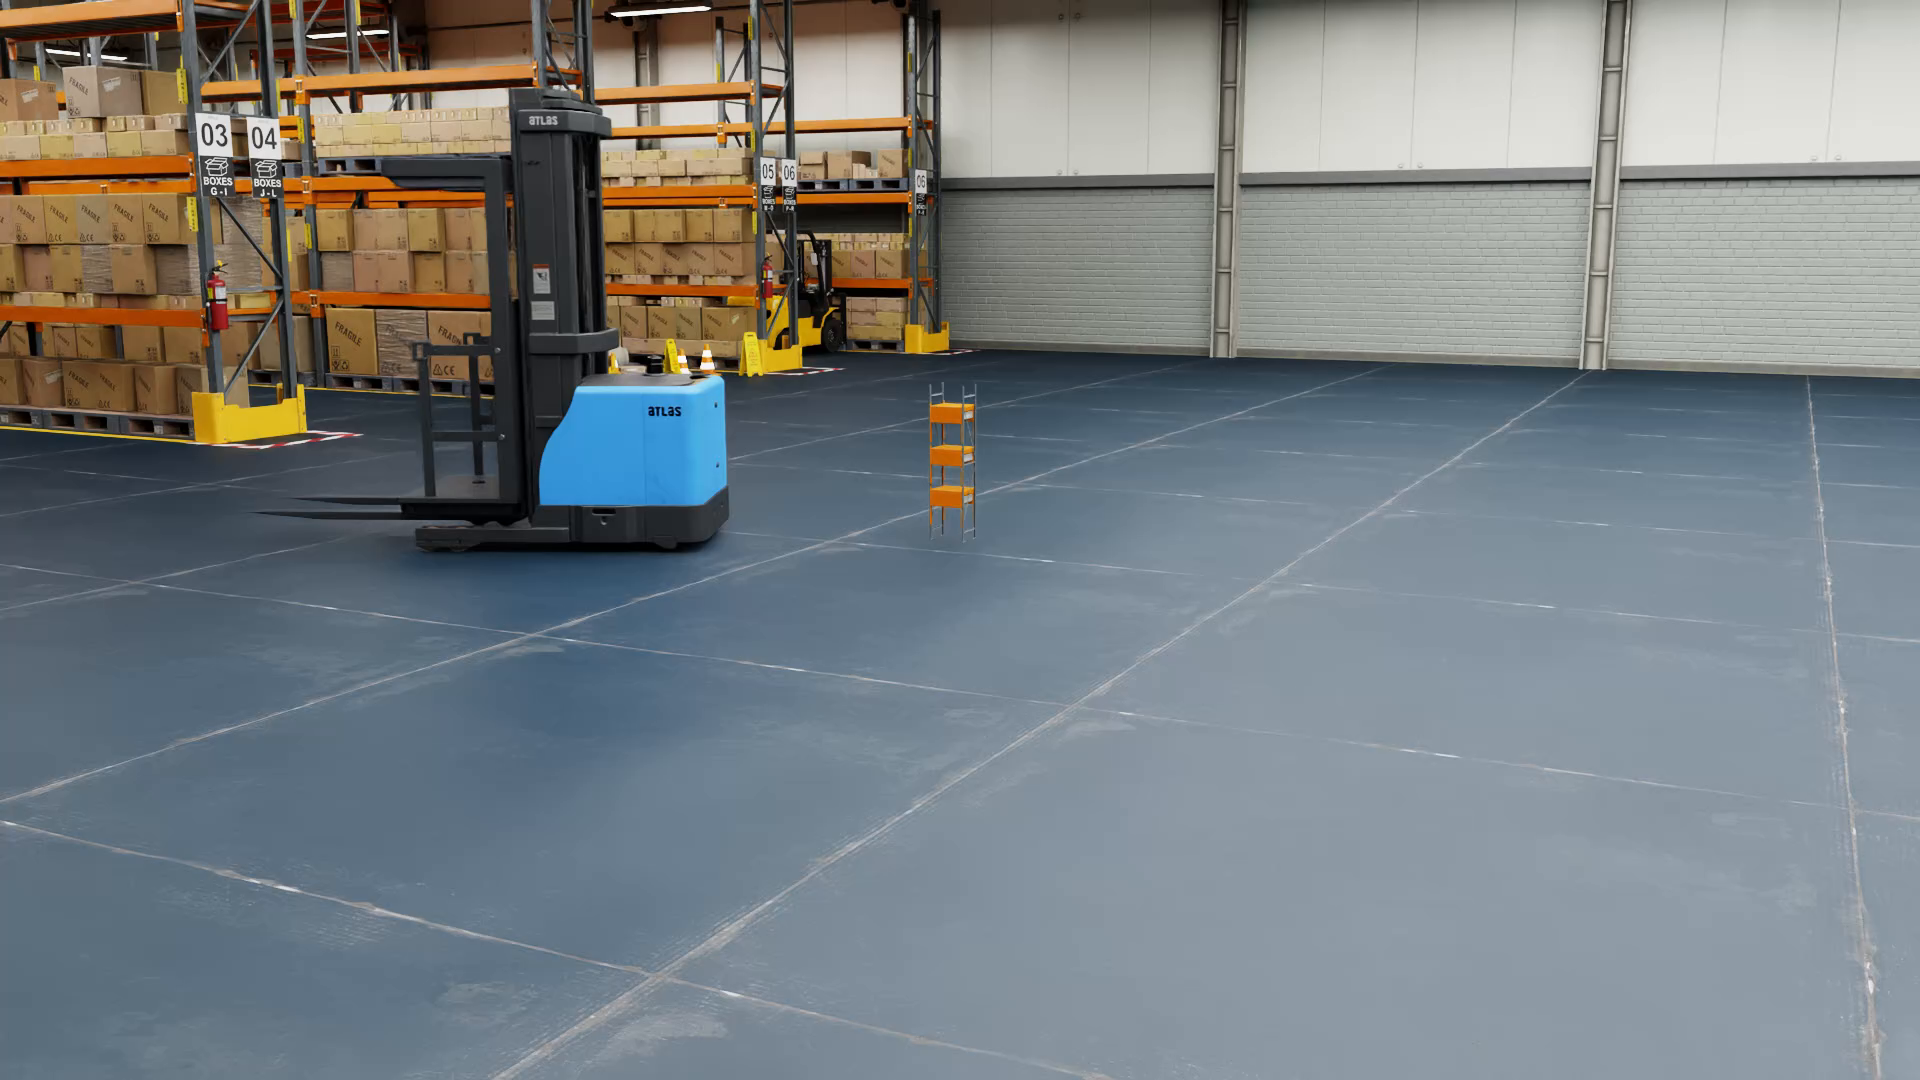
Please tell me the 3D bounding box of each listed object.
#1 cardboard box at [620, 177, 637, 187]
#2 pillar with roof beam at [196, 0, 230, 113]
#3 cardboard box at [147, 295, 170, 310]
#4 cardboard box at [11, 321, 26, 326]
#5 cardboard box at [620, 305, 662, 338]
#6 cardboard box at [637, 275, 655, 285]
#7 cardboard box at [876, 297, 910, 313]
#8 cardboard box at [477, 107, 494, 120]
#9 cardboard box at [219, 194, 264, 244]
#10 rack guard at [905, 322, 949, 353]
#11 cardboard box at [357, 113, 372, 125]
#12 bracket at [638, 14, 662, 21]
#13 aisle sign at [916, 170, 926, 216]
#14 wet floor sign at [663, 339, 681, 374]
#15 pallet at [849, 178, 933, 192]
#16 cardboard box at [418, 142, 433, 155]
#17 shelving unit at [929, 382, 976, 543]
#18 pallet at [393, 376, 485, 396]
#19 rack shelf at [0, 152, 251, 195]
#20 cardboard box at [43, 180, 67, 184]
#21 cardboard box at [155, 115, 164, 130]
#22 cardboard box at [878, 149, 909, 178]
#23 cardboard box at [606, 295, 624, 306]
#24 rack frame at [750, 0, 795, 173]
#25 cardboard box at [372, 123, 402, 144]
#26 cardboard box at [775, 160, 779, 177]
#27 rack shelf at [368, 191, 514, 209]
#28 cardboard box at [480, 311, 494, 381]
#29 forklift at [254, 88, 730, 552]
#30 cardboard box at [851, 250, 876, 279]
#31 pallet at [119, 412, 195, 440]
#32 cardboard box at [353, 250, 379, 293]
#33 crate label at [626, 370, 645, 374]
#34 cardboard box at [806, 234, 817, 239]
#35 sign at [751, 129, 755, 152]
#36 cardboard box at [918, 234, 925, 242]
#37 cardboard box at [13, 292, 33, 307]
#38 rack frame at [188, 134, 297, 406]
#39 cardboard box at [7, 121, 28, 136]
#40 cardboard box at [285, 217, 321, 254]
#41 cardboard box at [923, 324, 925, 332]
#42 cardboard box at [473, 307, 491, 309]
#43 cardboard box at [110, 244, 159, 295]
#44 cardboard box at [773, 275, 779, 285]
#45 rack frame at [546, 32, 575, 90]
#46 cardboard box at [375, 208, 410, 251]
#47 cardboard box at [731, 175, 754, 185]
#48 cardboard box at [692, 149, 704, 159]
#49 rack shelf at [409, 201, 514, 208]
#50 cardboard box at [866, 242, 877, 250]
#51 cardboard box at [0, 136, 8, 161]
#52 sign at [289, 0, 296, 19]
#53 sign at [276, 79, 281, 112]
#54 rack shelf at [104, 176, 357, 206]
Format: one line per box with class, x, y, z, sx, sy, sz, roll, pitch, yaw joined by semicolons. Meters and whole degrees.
cardboard box;-5.109;-5.599;26.027;0.250;0.149;0.380;5;11;25
pillar with roof beam;-18.890;-8.785;34.505;0.548;9.000;9.100;5;11;26
cardboard box;-8.013;-2.425;16.913;0.250;0.149;0.380;5;11;26
cardboard box;-14.192;-3.421;25.441;0.500;0.250;0.500;6;12;28
cardboard box;-5.039;-3.478;26.458;0.500;0.500;0.500;6;12;29
cardboard box;-4.876;-4.109;26.214;0.250;0.149;0.380;5;11;26
cardboard box;-1.169;-4.236;29.946;0.500;0.250;0.500;5;12;28
cardboard box;-5.815;-5.325;20.815;0.250;0.149;0.380;5;12;27
cardboard box;-7.568;-3.302;17.131;0.500;0.500;0.500;5;11;26
rack guard;-0.596;-3.672;30.115;0.348;0.500;1.175;5;11;26
cardboard box;-7.637;-5.485;21.699;0.250;0.149;0.380;5;11;25
bracket;-6.009;-10.209;32.265;0.430;0.232;0.235;5;11;26
aisle sign;-0.689;-6.131;29.383;0.004;0.787;0.394;5;11;26
wet floor sign;-4.008;-2.468;23.053;0.232;0.644;0.267;3;11;16
pallet;-1.240;-6.396;29.974;1.213;0.211;1.003;5;11;26
cardboard box;-6.726;-5.013;21.328;0.250;0.149;0.380;5;11;27
shelving unit;-0.048;-0.521;11.160;0.252;1.050;0.215;5;11;26
pallet;-6.752;-2.087;22.169;1.213;0.211;1.003;5;11;26
rack shelf;-8.989;-3.808;17.443;4.000;0.370;1.077;5;11;26
cardboard box;-13.163;-5.510;24.546;0.500;0.500;0.500;5;11;26
cardboard box;-7.764;-4.138;16.549;0.250;0.149;0.380;5;11;24
cardboard box;-1.122;-6.681;29.558;0.500;0.500;0.500;5;12;28
cardboard box;-5.441;-3.819;26.521;0.250;0.149;0.380;6;12;28
rack frame;-2.811;-7.063;24.987;0.127;3.000;1.000;5;11;26
cardboard box;-7.277;-5.269;21.626;0.500;0.250;0.500;5;11;25
cardboard box;-3.144;-5.742;25.695;0.500;0.250;0.500;5;11;25
rack shelf;-8.191;-5.706;27.930;4.000;0.370;1.077;5;11;26
cardboard box;-5.548;-2.516;21.497;0.875;0.875;0.875;5;11;26
forklift;-3.146;-1.457;11.053;3.031;2.935;1.130;0;10;2
cardboard box;-1.636;-4.992;30.110;0.500;0.500;0.500;5;12;28
pallet;-7.976;-1.232;17.442;1.213;0.211;1.003;5;11;26
cardboard box;-7.658;-3.634;22.467;0.550;0.550;0.875;5;11;26
crate label;-4.686;-2.378;23.985;0.298;0.136;0.250;-1;10;-4
cardboard box;-2.628;-5.556;30.567;0.250;0.149;0.380;5;11;26
sign;-3.074;-5.935;24.694;0.005;0.325;0.100;5;11;26
cardboard box;-0.824;-5.479;30.144;0.250;0.149;0.380;5;11;25
cardboard box;-9.834;-2.573;17.730;0.250;0.149;0.380;5;11;26
rack frame;-7.195;-2.528;16.776;0.127;3.000;1.000;5;11;26
cardboard box;-9.685;-4.285;17.360;0.250;0.149;0.380;5;11;25
cardboard box;-8.945;-4.207;22.963;0.500;0.500;0.700;5;11;25
cardboard box;-0.972;-3.827;30.497;0.500;0.250;0.500;5;11;26
cardboard box;-9.655;-4.630;34.228;0.500;0.500;0.500;5;11;24
cardboard box;-8.178;-2.792;17.116;0.500;0.500;0.875;5;11;26
cardboard box;-3.024;-4.047;25.874;0.250;0.149;0.380;5;11;26
rack frame;-7.792;-8.486;32.852;0.127;3.000;1.000;5;11;26
cardboard box;-7.214;-4.109;22.056;0.550;0.550;0.875;5;11;26
cardboard box;-3.254;-5.447;25.185;0.250;0.149;0.380;5;11;26
cardboard box;-3.900;-5.907;25.489;0.250;0.149;0.380;5;11;26
rack shelf;-9.585;-6.814;34.054;4.000;0.370;1.077;5;11;26
cardboard box;-1.500;-5.300;29.992;0.250;0.149;0.380;5;12;27
cardboard box;-10.016;-4.128;17.616;0.500;0.250;0.500;5;11;25
sign;-8.727;-6.990;21.742;0.005;0.325;0.100;5;11;26
sign;-6.955;-4.521;16.910;0.005;0.325;0.100;5;11;26
rack shelf;-10.291;-4.907;23.518;4.000;0.370;1.077;5;11;26
